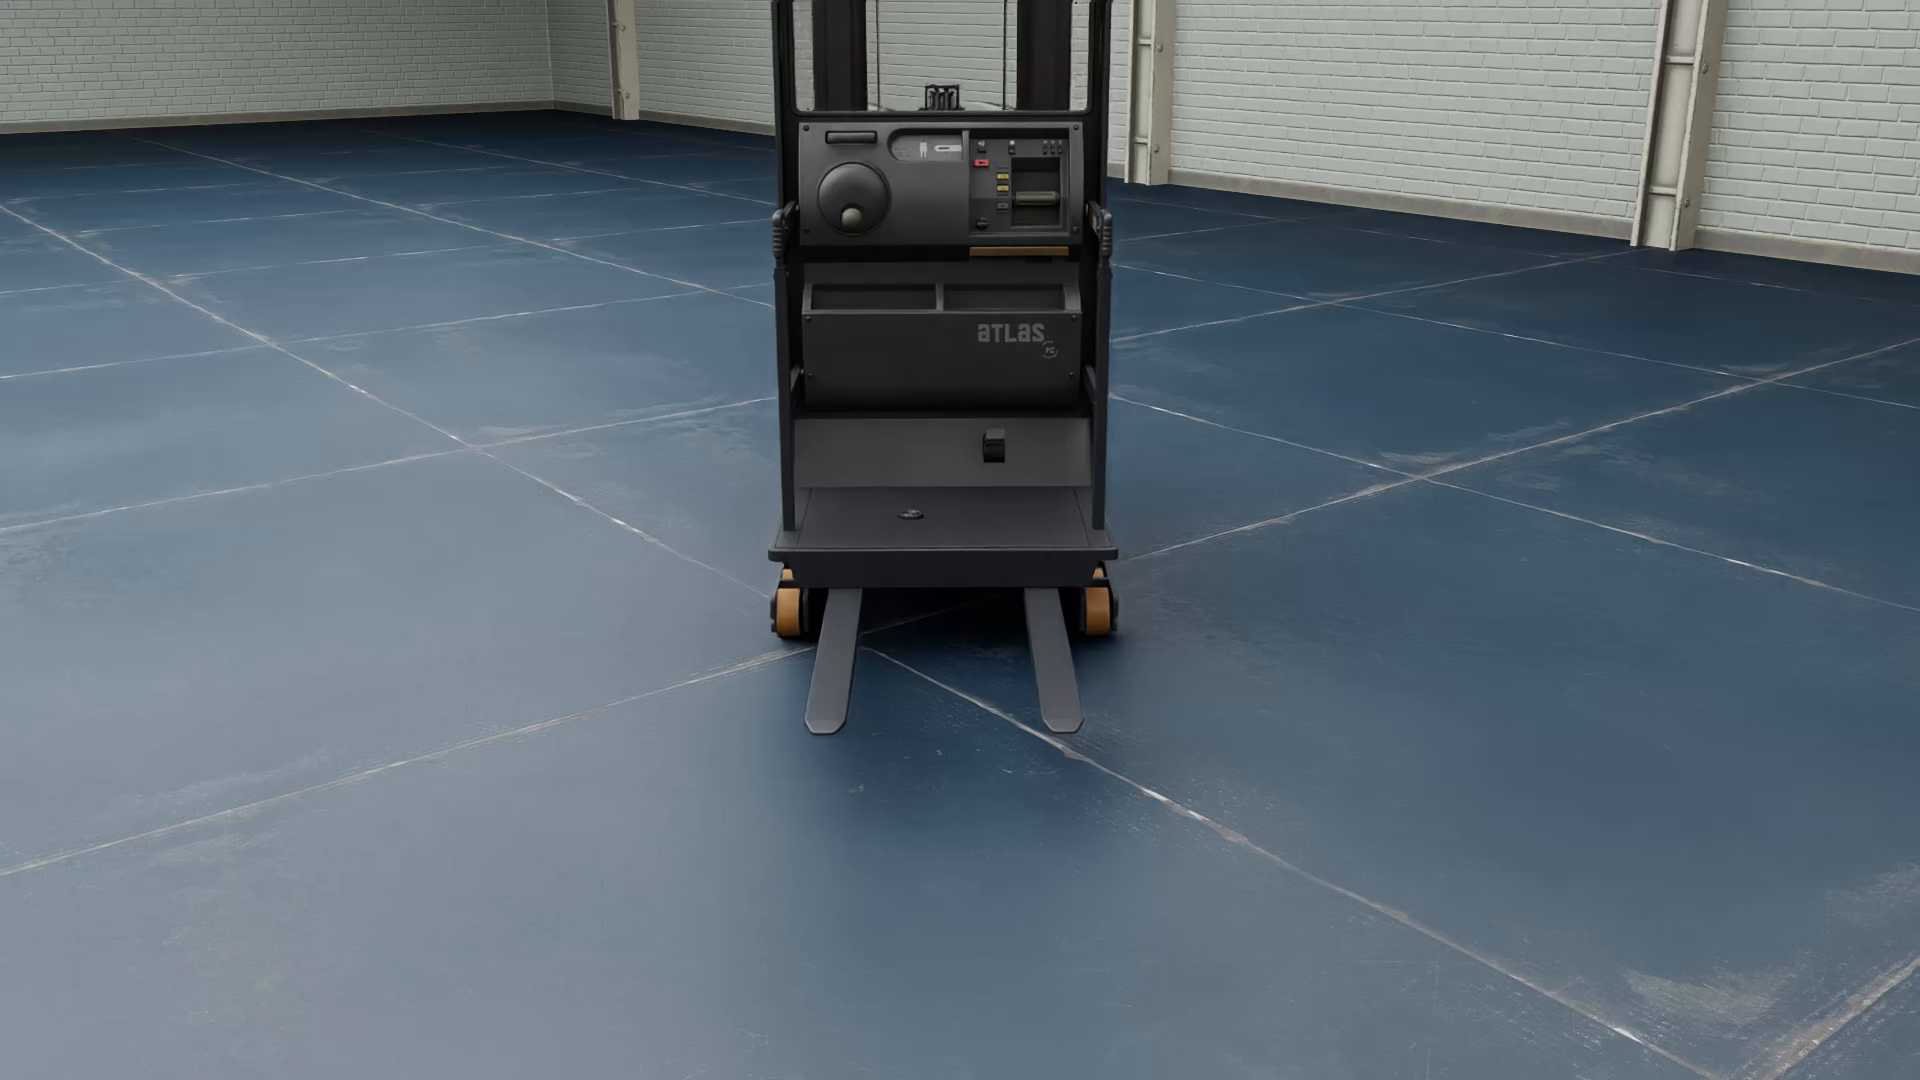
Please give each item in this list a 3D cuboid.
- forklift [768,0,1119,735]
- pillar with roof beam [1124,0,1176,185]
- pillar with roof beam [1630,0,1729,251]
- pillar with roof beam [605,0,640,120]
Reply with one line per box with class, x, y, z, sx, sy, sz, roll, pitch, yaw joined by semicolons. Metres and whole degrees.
forklift;-0.056;-1.171;5.235;1.130;2.935;3.031;0;18;-1
pillar with roof beam;-1.341;-7.319;14.149;9.100;9.000;0.400;-14;23;-36
pillar with roof beam;2.384;-5.840;9.684;9.100;9.000;0.400;-14;23;-36
pillar with roof beam;-8.792;-10.275;23.079;9.100;9.000;0.400;-14;23;-36
